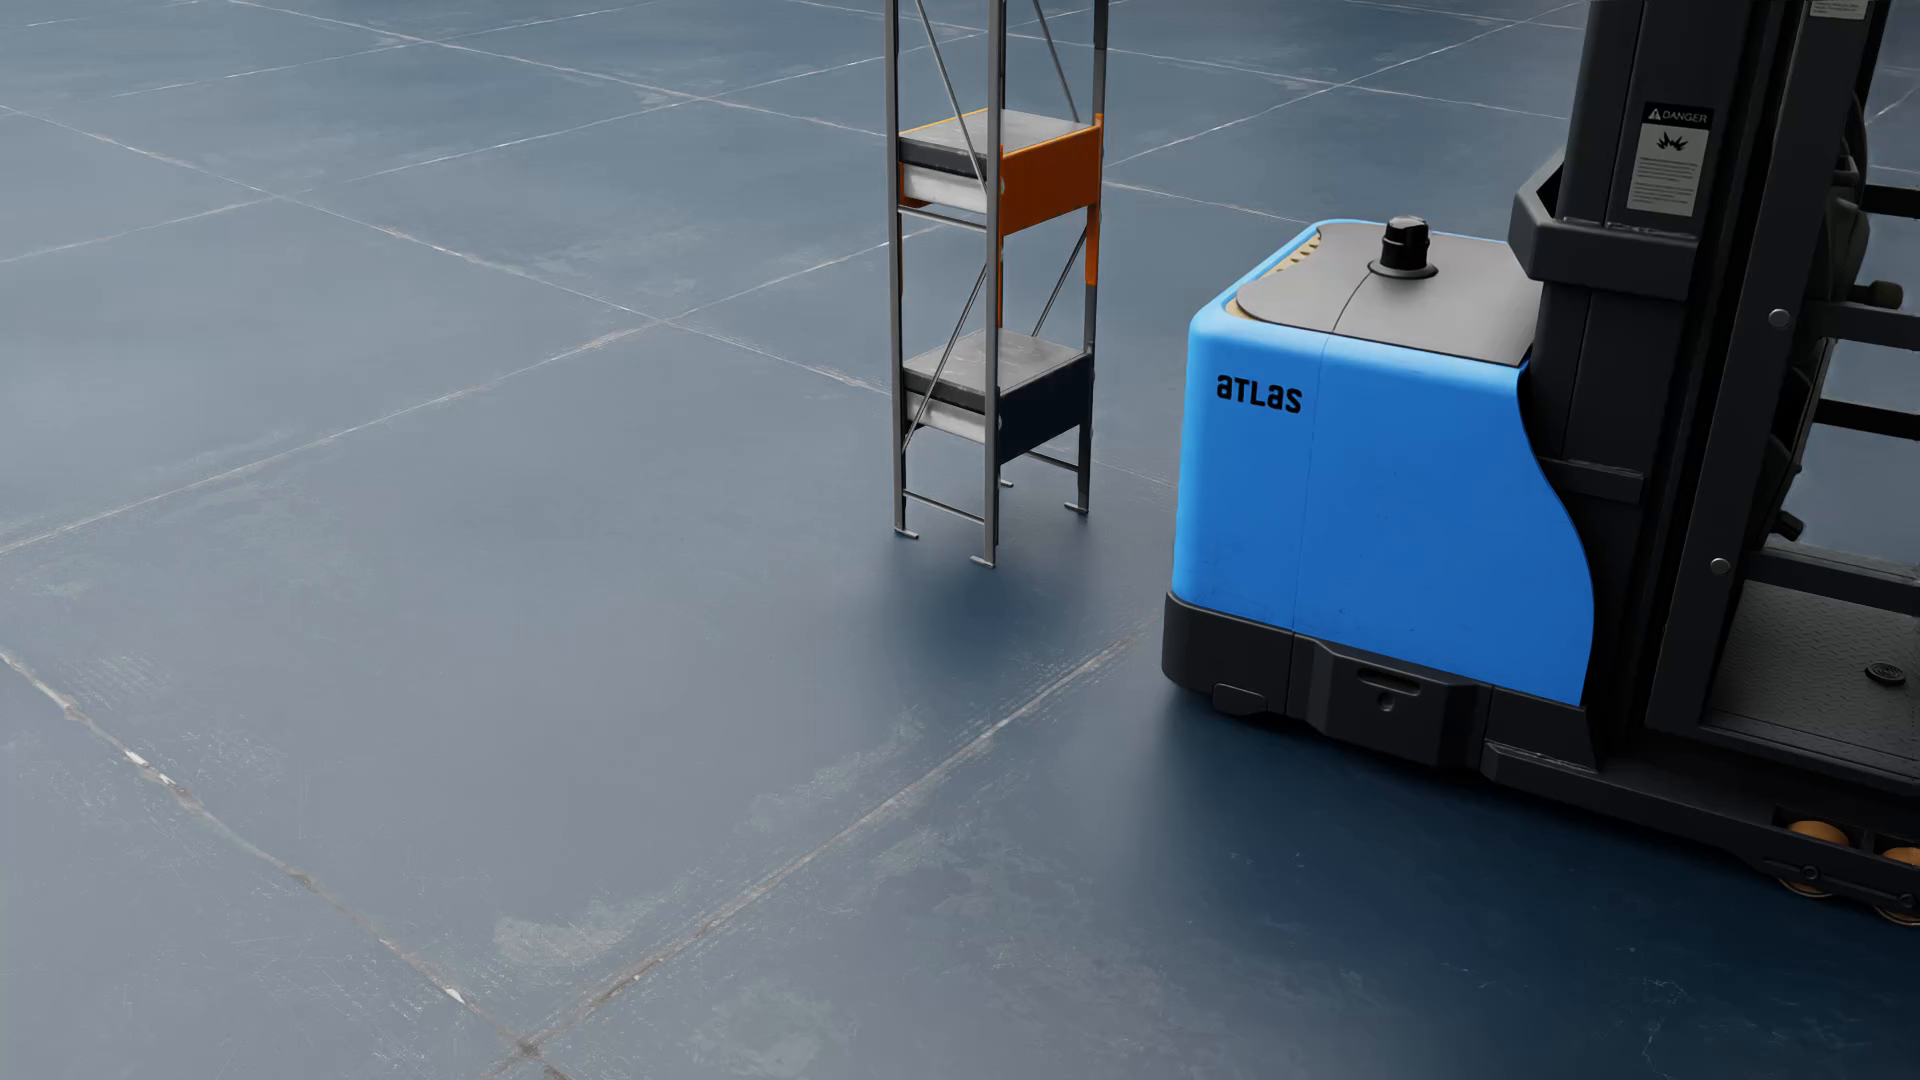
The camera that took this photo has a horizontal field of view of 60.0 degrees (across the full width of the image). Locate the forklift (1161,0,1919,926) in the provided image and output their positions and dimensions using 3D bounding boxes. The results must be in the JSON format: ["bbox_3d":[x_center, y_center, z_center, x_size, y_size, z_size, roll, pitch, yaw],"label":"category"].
[{"bbox_3d":[2.073,-0.741,3.493,3.031,2.935,1.130,15,31,26],"label":"forklift"}]

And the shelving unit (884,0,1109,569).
[{"bbox_3d":[0.105,-0.991,4.881,0.431,2.100,0.503,21,34,34],"label":"shelving unit"}]

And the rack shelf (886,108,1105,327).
[{"bbox_3d":[0.105,-0.979,4.887,0.431,0.518,0.480,21,34,34],"label":"rack shelf"}]

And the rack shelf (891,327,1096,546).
[{"bbox_3d":[0.105,-0.357,5.209,0.431,0.518,0.480,21,34,34],"label":"rack shelf"}]

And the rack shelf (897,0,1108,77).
[{"bbox_3d":[0.105,-1.601,4.566,0.431,0.518,0.480,21,34,34],"label":"rack shelf"}]

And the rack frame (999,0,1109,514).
[{"bbox_3d":[0.261,-1.078,5.048,0.400,2.100,0.015,21,34,34],"label":"rack frame"}]

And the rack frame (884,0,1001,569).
[{"bbox_3d":[-0.050,-0.905,4.714,0.400,2.100,0.015,21,34,34],"label":"rack frame"}]
